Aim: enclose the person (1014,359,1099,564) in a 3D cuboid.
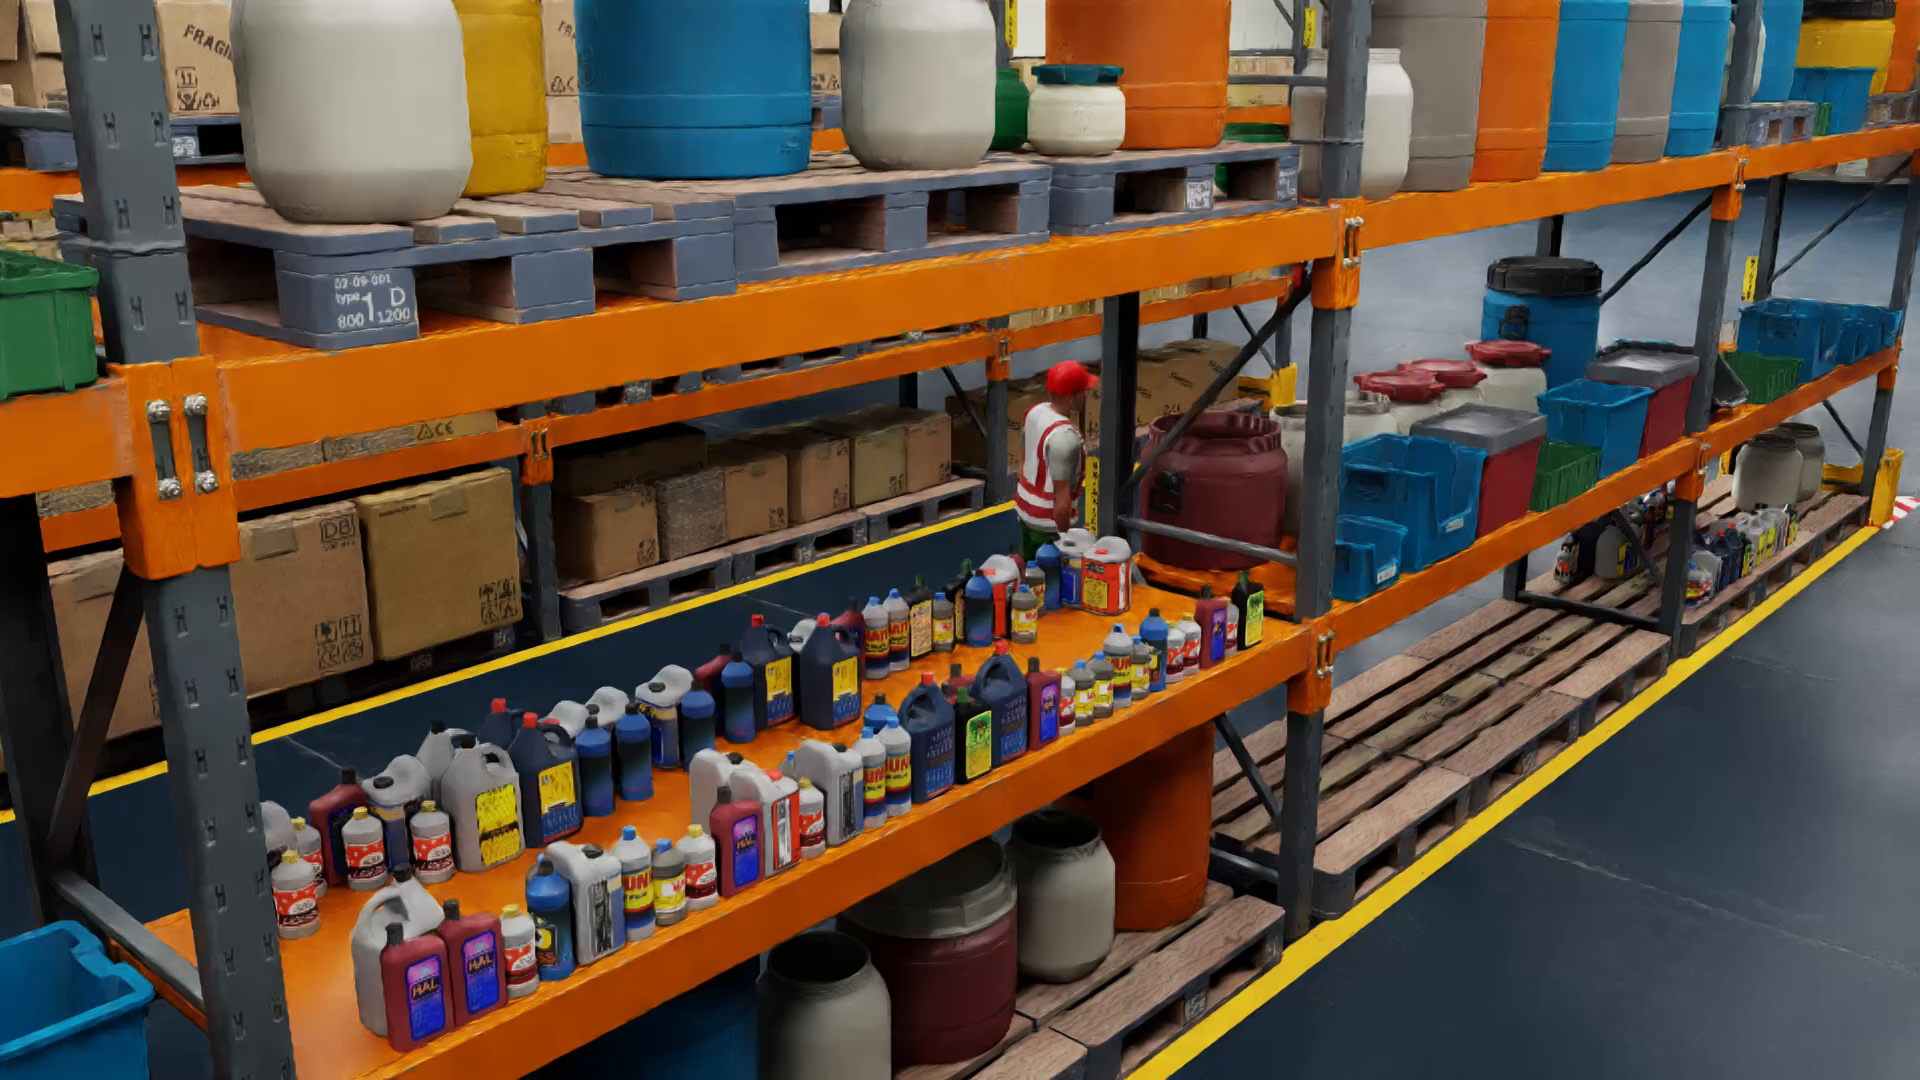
[{"bbox_3d":[0.416,-0.101,8.852,0.793,1.764,0.602,-4,17,-14],"label":"person"}]
